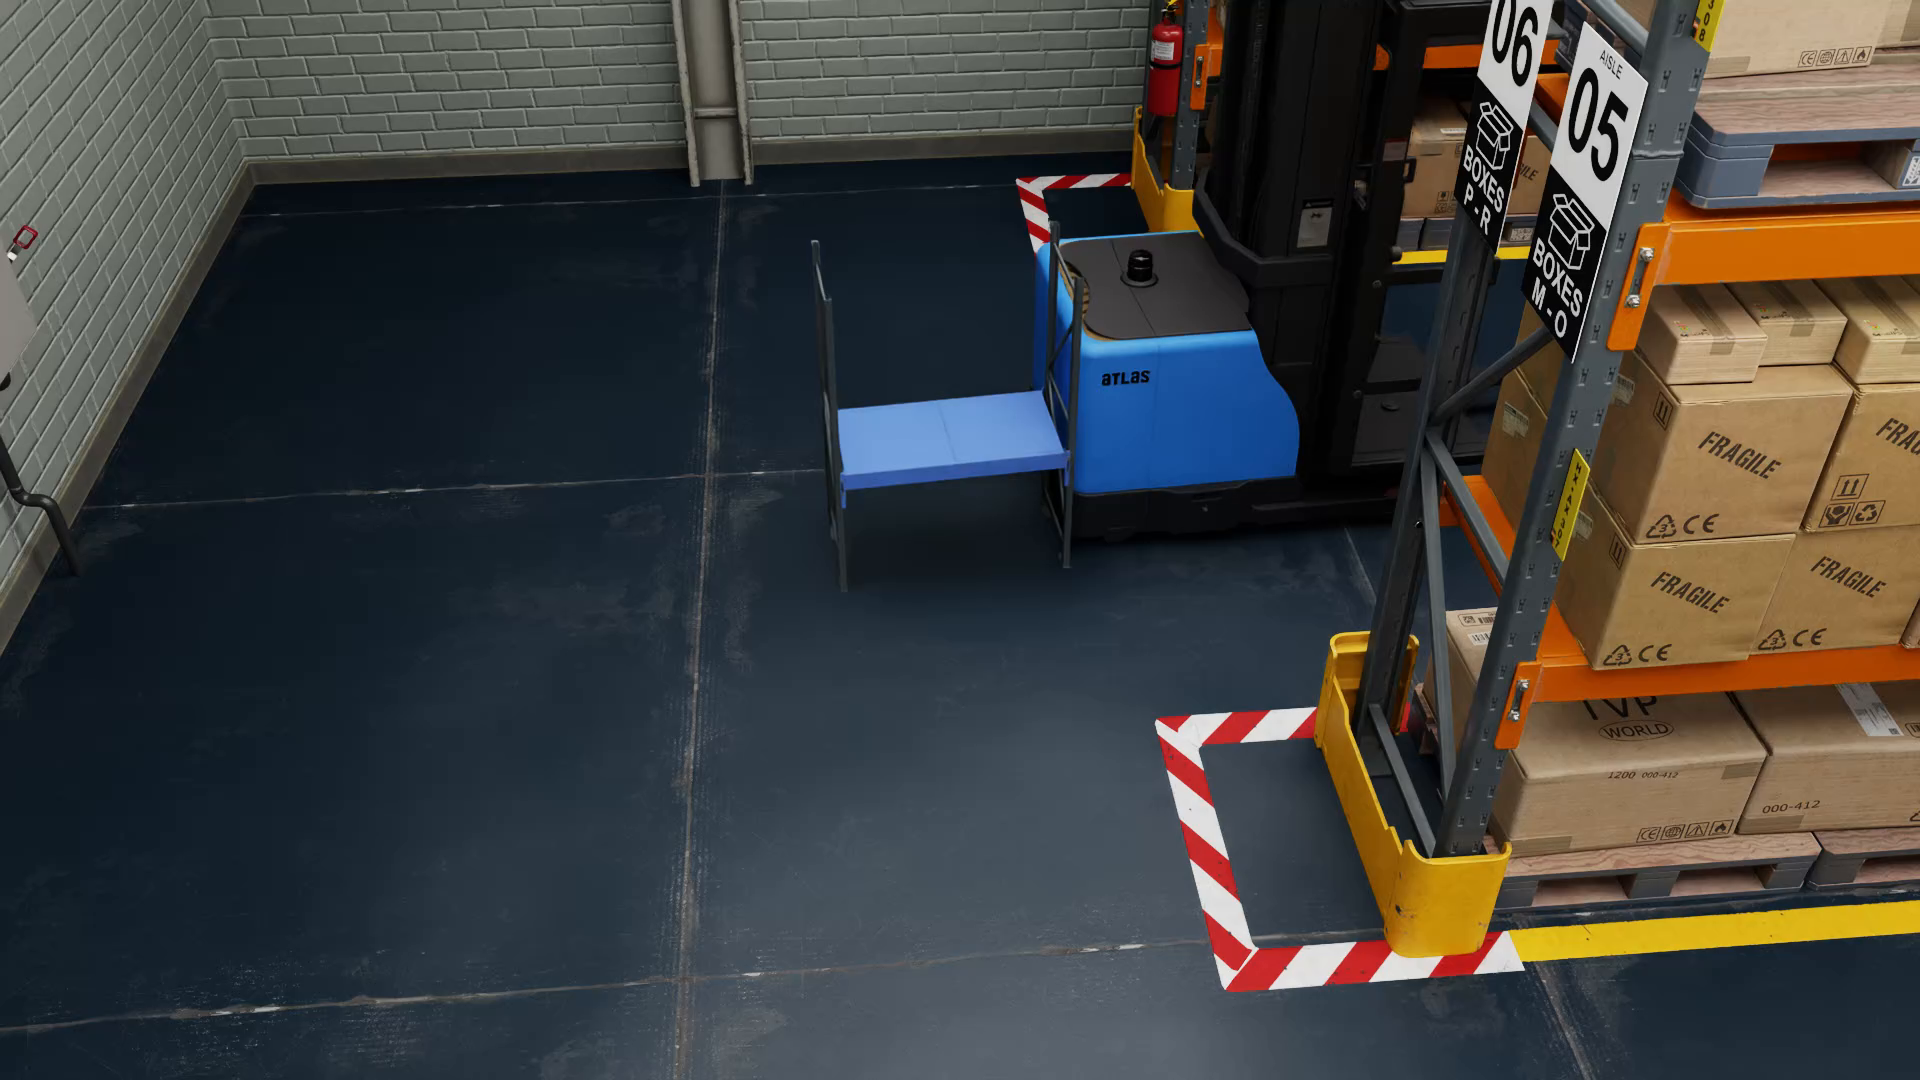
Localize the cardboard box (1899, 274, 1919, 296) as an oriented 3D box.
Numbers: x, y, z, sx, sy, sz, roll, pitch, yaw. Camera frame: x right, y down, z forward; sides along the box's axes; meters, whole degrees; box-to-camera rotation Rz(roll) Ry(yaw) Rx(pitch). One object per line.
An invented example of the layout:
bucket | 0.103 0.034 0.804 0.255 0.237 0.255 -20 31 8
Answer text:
cardboard box | 2.837 -0.631 4.716 0.250 0.149 0.380 -4 38 -5

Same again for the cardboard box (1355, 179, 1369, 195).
cardboard box | 2.275 -2.151 10.017 0.250 0.149 0.380 -5 39 -6

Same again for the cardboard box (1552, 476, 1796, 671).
cardboard box | 2.178 0.043 5.193 0.500 0.500 0.500 -3 38 -4

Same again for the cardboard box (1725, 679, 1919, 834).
cardboard box | 3.234 0.619 6.273 0.875 0.438 0.875 -2 38 -3

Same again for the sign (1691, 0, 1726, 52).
sign | 1.717 -1.277 3.756 0.005 0.325 0.100 -3 38 -4

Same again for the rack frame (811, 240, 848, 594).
rack frame | -0.561 -0.503 7.177 0.032 1.500 0.500 -6 39 -8

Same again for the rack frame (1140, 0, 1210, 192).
rack frame | 1.231 -3.131 9.296 0.127 3.000 1.000 -3 38 -4

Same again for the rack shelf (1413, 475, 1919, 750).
rack shelf | 3.666 0.104 5.777 4.000 0.370 1.077 -3 38 -4

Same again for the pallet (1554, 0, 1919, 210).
pallet | 2.412 -1.258 4.573 1.213 0.211 1.003 -3 38 -4

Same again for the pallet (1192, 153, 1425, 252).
pallet | 2.101 -2.084 10.221 1.213 0.211 1.003 -3 38 -4

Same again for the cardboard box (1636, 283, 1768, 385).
cardboard box | 2.052 -0.603 4.682 0.250 0.149 0.380 -2 38 -3

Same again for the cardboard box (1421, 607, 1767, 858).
cardboard box | 2.323 0.675 6.203 0.875 0.438 0.875 -4 38 -6

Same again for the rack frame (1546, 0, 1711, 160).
rack frame | 1.674 -2.423 3.557 0.127 3.000 1.000 -3 38 -4

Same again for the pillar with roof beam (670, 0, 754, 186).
pillar with roof beam | -1.153 -3.238 4.589 0.400 9.000 9.100 -3 38 -4

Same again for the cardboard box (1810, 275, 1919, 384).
cardboard box | 2.576 -0.605 4.684 0.250 0.149 0.380 -2 38 -3

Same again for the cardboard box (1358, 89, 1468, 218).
cardboard box | 2.703 -2.312 9.938 0.500 0.500 0.700 -2 38 -2

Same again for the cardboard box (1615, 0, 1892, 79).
cardboard box | 2.114 -1.471 4.473 0.500 0.250 0.500 -6 39 -8

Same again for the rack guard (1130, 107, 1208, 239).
rack guard | 1.306 -2.153 10.076 0.348 0.500 1.175 -3 38 -4

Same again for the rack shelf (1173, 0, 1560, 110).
rack shelf | 3.223 -2.958 9.658 4.000 0.370 1.077 -3 38 -4

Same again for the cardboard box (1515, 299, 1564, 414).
cardboard box | 2.133 -0.673 5.294 0.500 0.500 0.500 -2 38 -2

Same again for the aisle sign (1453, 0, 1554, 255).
aisle sign | 1.575 -1.276 4.847 0.004 0.787 0.394 -3 38 -4

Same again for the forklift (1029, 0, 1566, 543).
forklift | 1.907 -1.557 7.357 3.031 2.935 1.130 -5 39 -7

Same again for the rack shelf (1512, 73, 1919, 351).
rack shelf | 3.666 -1.073 4.848 4.000 0.370 1.077 -3 38 -4

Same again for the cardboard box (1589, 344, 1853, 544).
cardboard box | 2.177 -0.351 4.885 0.500 0.500 0.500 -4 38 -5

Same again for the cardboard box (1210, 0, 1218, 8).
cardboard box | 1.537 -3.216 9.607 0.250 0.149 0.380 -4 38 -4

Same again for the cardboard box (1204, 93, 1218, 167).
cardboard box | 1.848 -2.291 9.908 0.637 0.503 0.797 -5 39 -6

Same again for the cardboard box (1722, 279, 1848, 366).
cardboard box | 2.307 -0.662 4.755 0.250 0.149 0.380 -2 38 -3

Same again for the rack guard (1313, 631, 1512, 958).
rack guard | 1.650 0.914 6.188 0.348 0.500 1.175 -3 38 -4

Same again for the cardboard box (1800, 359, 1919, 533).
cardboard box | 2.692 -0.383 4.926 0.500 0.500 0.500 -4 38 -5

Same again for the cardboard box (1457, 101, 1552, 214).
cardboard box | 3.239 -2.279 9.896 0.500 0.500 0.500 -2 38 -3

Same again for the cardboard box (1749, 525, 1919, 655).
cardboard box | 2.679 -0.002 5.250 0.500 0.500 0.500 -4 38 -5

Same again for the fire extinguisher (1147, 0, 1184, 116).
fire extinguisher | 1.125 -2.661 9.064 0.183 0.674 0.296 -3 38 -4

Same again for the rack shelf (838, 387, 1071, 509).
rack shelf | -0.060 -0.415 7.355 1.000 0.185 0.538 -6 39 -8

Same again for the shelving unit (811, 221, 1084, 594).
shelving unit | -0.060 -0.556 7.244 1.048 1.500 0.538 -6 39 -8

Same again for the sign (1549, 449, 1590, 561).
sign | 1.717 -0.096 4.688 0.005 0.325 0.100 -3 38 -4

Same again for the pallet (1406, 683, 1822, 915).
pallet | 2.464 0.934 6.396 1.213 0.211 1.003 -3 38 -4

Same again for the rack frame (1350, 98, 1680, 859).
rack frame | 1.674 -0.068 5.415 0.127 3.000 1.000 -3 38 -4

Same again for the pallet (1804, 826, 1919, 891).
pallet | 3.676 0.869 6.478 1.213 0.211 1.003 -3 38 -4

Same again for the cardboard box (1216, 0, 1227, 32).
cardboard box | 1.583 -2.881 9.182 0.250 0.149 0.380 -3 38 -4

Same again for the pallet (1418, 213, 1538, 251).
pallet | 3.313 -2.149 10.304 1.213 0.211 1.003 -3 38 -4

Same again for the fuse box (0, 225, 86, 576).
fuse box | -3.981 -0.543 7.056 0.414 1.711 0.539 -3 38 -4

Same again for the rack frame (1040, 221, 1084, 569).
rack frame | 0.442 -0.609 7.311 0.032 1.500 0.500 -6 39 -8

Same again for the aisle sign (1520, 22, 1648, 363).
aisle sign | 1.628 -0.906 4.378 0.004 0.787 0.394 -3 38 -4

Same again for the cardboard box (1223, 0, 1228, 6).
cardboard box | 1.707 -3.047 9.071 0.500 0.250 0.500 -3 38 -4

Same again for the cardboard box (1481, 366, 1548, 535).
cardboard box | 2.131 -0.297 5.624 0.500 0.500 0.500 -3 38 -4

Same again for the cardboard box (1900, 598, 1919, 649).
cardboard box | 3.187 -0.018 5.271 0.500 0.500 0.500 -3 38 -4

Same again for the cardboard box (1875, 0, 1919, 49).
cardboard box | 2.525 -1.504 4.596 0.250 0.149 0.380 -6 39 -7
